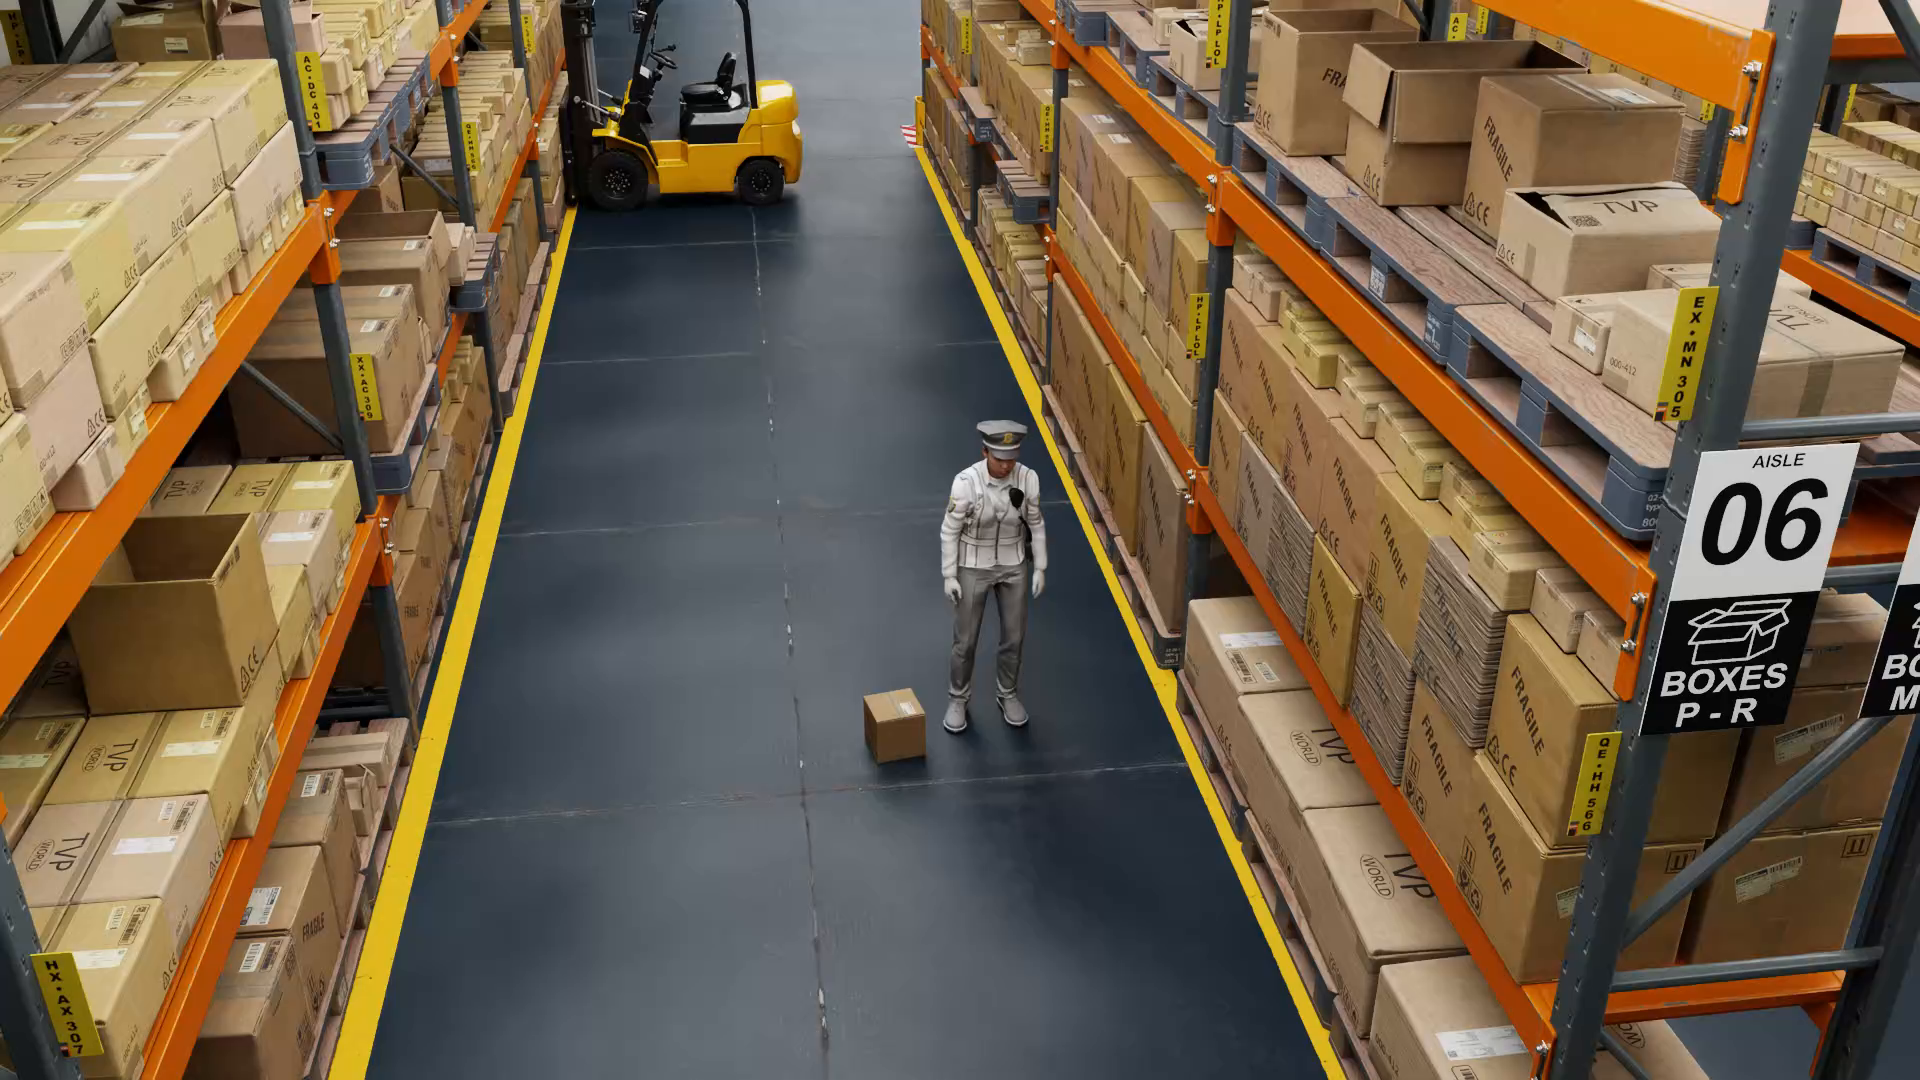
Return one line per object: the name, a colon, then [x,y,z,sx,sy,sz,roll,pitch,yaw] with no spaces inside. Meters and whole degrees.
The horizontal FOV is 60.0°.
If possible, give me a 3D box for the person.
person: [0.172,0.168,8.286,0.546,1.666,0.341,-5,28,-9]
